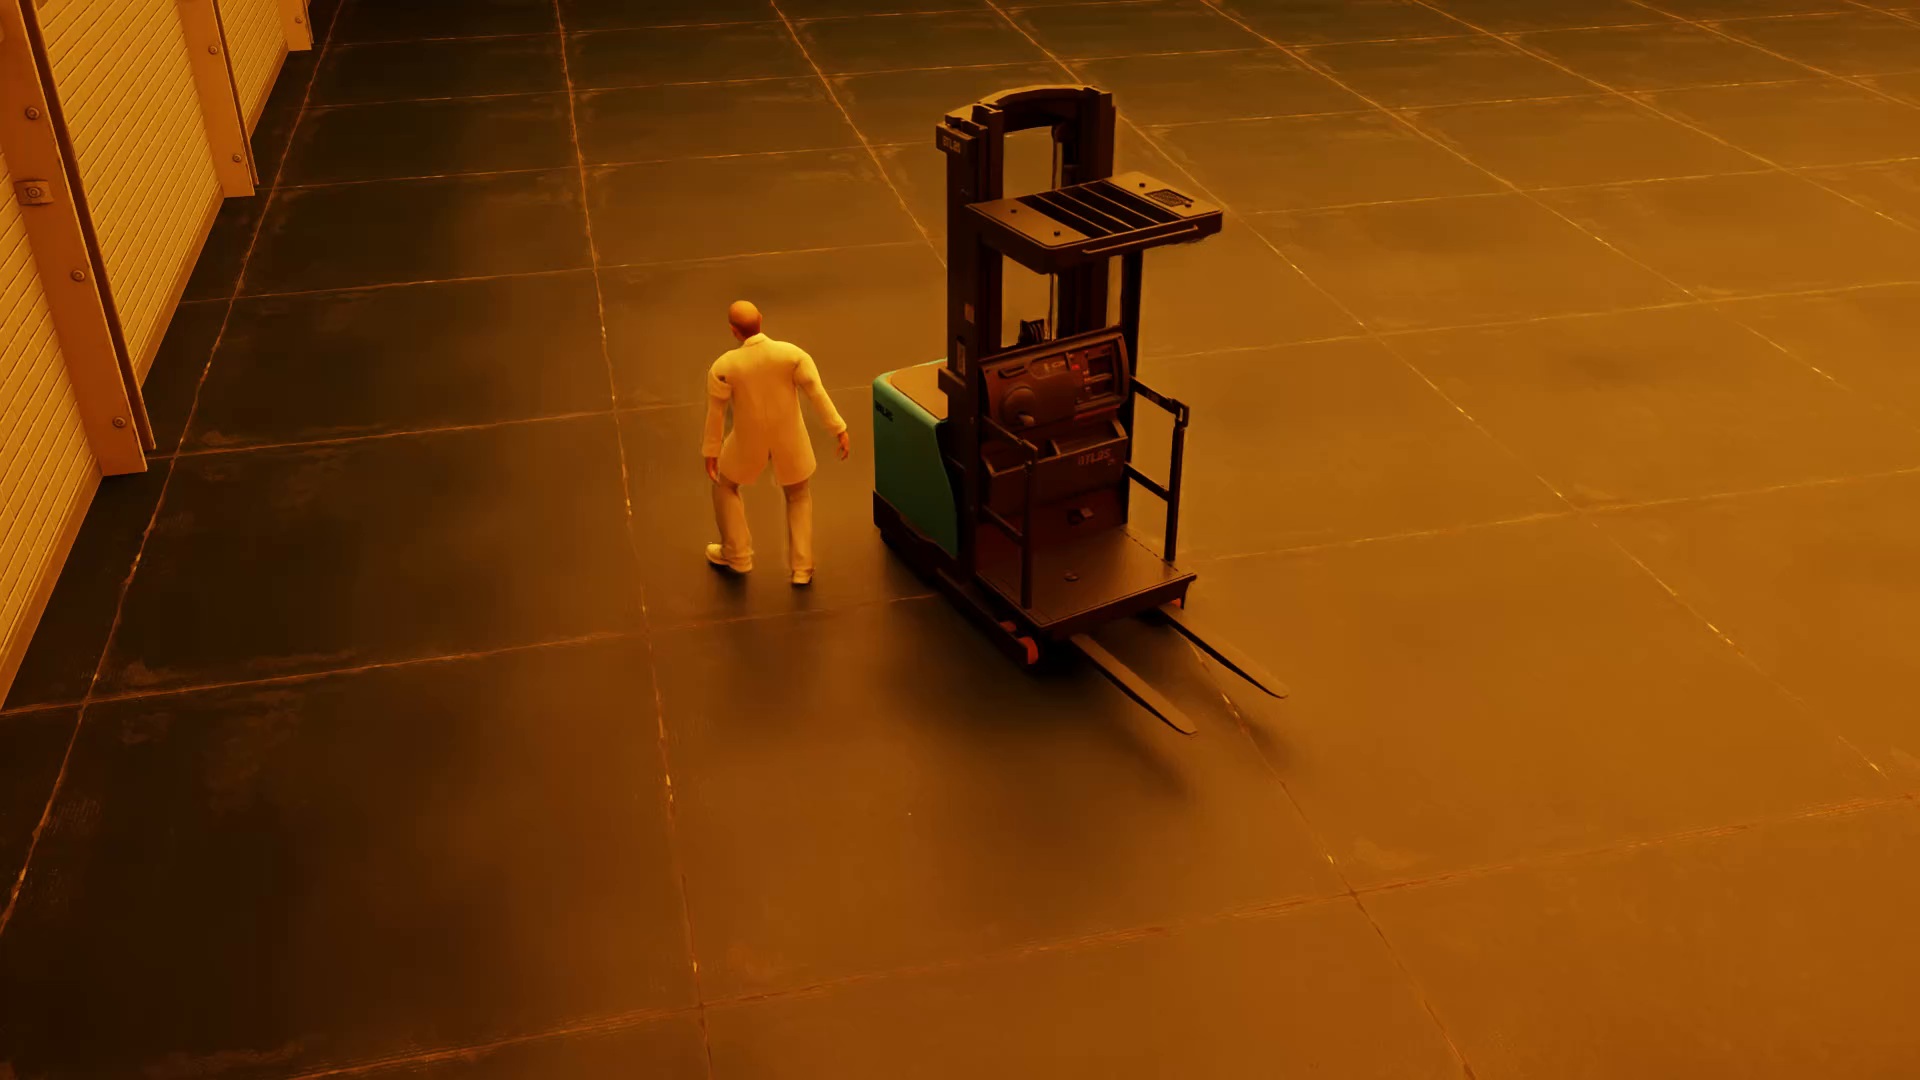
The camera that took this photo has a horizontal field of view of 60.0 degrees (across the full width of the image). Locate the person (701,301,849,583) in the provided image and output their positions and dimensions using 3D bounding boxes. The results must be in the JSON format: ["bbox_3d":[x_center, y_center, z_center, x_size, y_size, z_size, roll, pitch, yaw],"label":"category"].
[{"bbox_3d":[-1.108,-0.555,9.807,0.906,1.758,0.568,-3,30,-5],"label":"person"}]

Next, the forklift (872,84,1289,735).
[{"bbox_3d":[0.647,-0.831,9.010,1.130,2.935,3.031,-17,34,-27],"label":"forklift"}]
